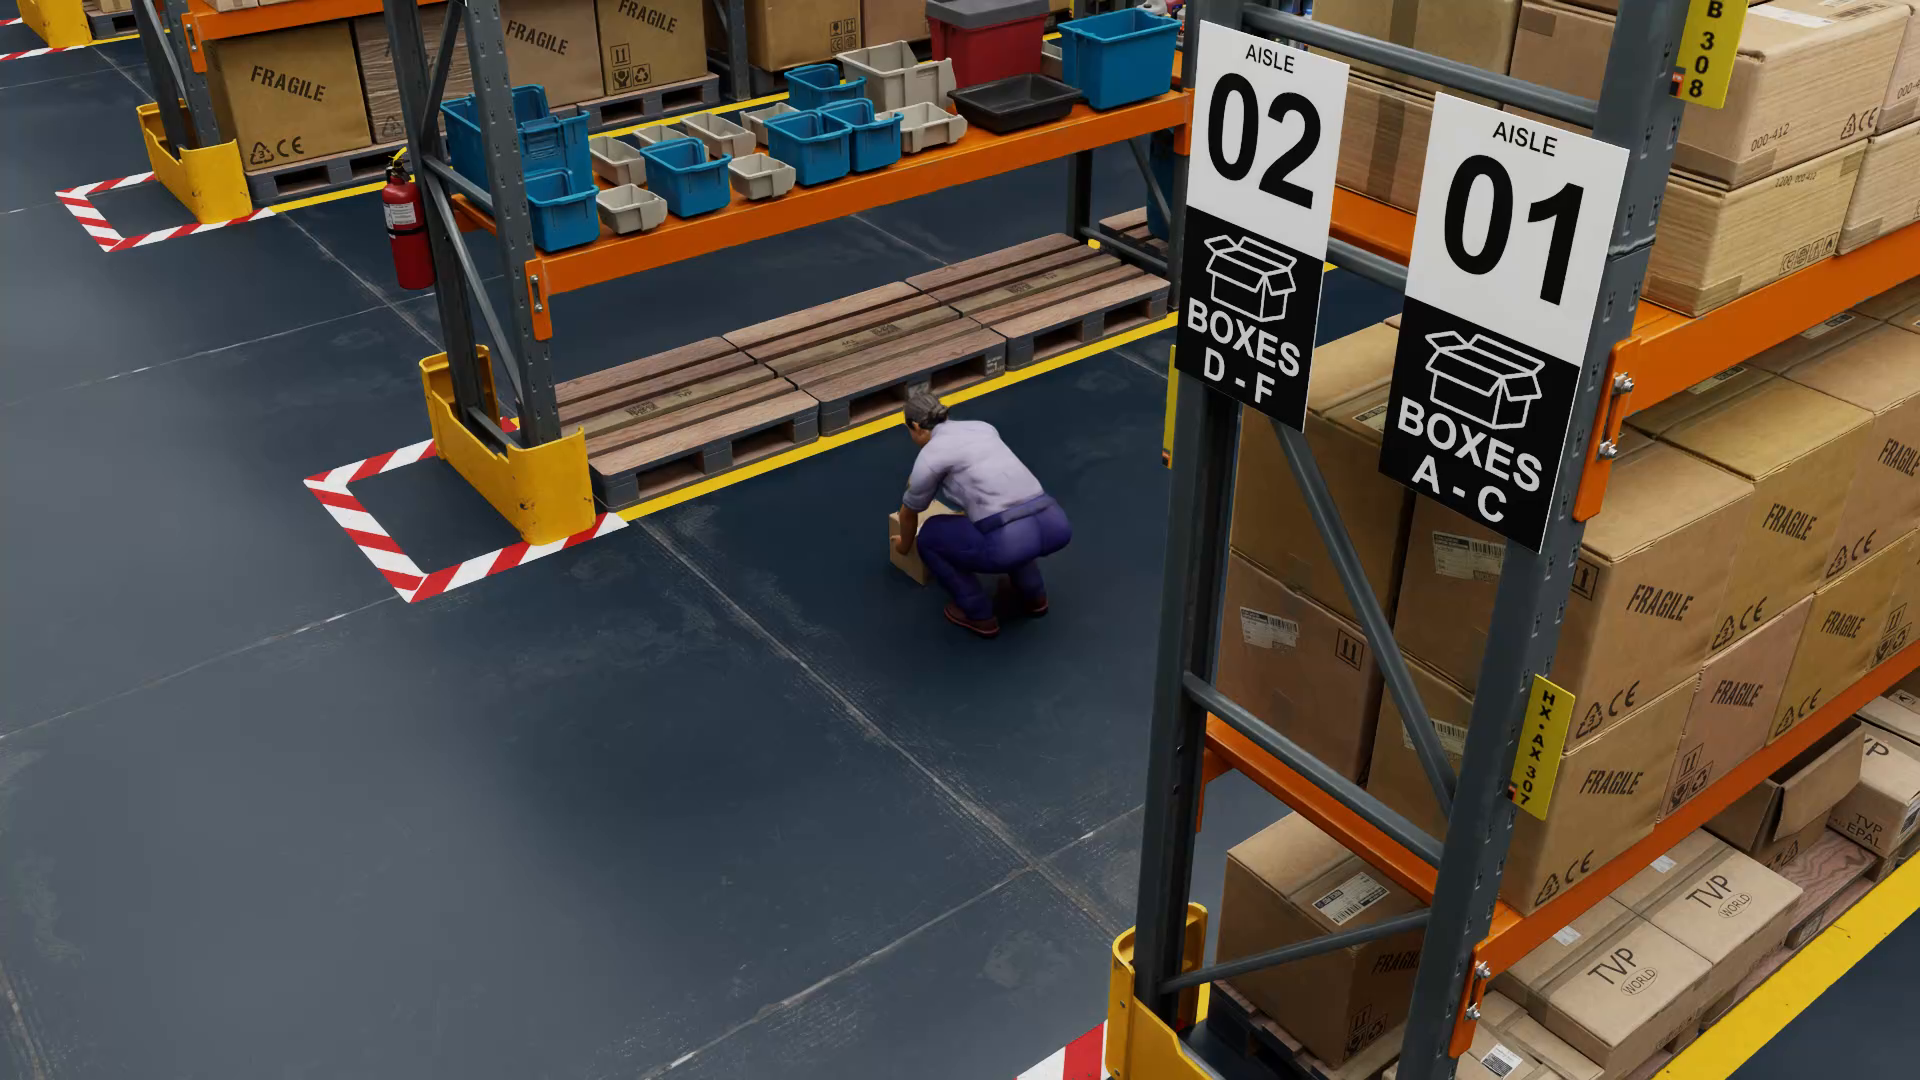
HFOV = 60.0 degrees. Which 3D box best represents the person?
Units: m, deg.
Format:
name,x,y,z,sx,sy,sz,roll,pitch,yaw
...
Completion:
name,x,y,z,sx,sy,sz,roll,pitch,yaw
person,0.076,-0.105,7.032,0.527,0.889,0.829,-23,39,-31
